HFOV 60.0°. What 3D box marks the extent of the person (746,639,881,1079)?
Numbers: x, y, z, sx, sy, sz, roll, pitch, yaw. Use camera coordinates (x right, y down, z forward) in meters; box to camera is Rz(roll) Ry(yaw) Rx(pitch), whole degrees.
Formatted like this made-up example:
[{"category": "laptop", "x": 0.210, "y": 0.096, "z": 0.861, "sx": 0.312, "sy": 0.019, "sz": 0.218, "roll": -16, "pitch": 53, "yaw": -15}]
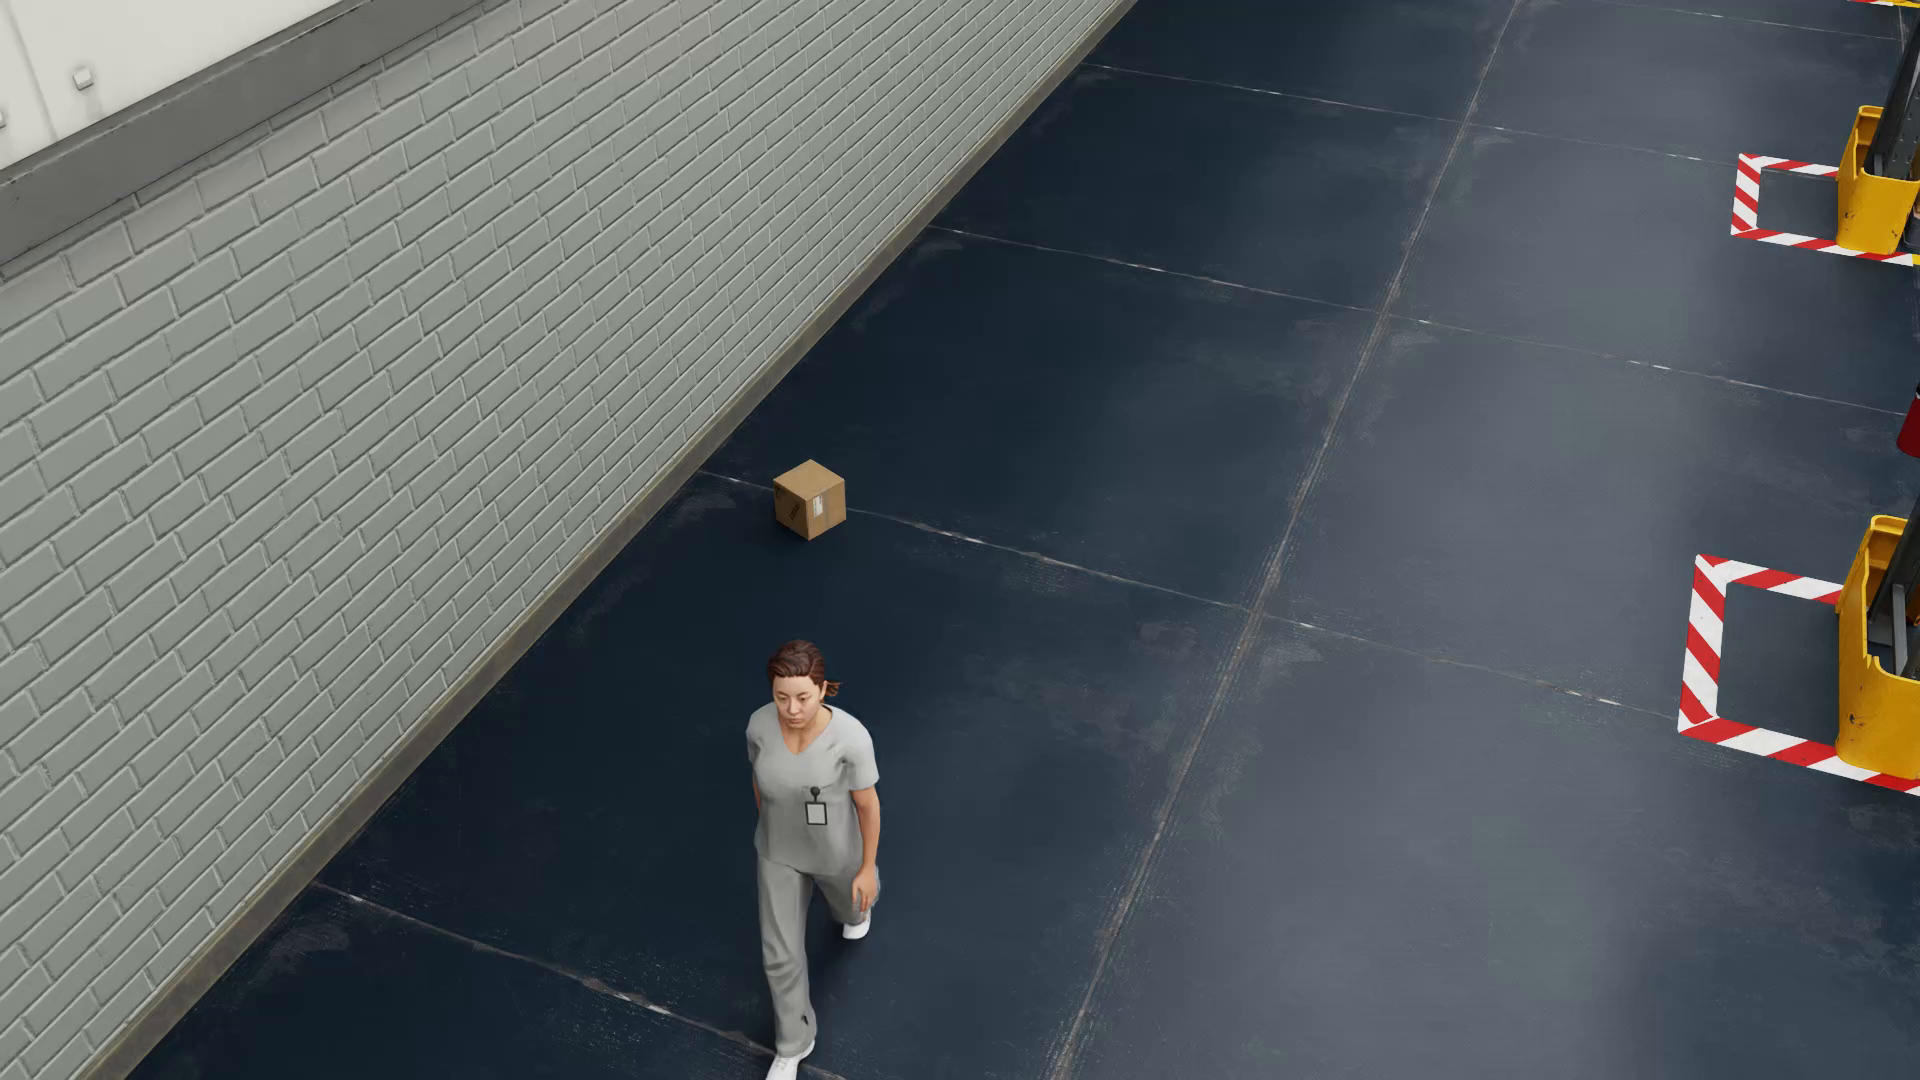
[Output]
[{"category": "person", "x": -0.474, "y": 1.003, "z": 5.522, "sx": 0.455, "sy": 1.622, "sz": 0.962, "roll": 6, "pitch": 38, "yaw": 8}]
